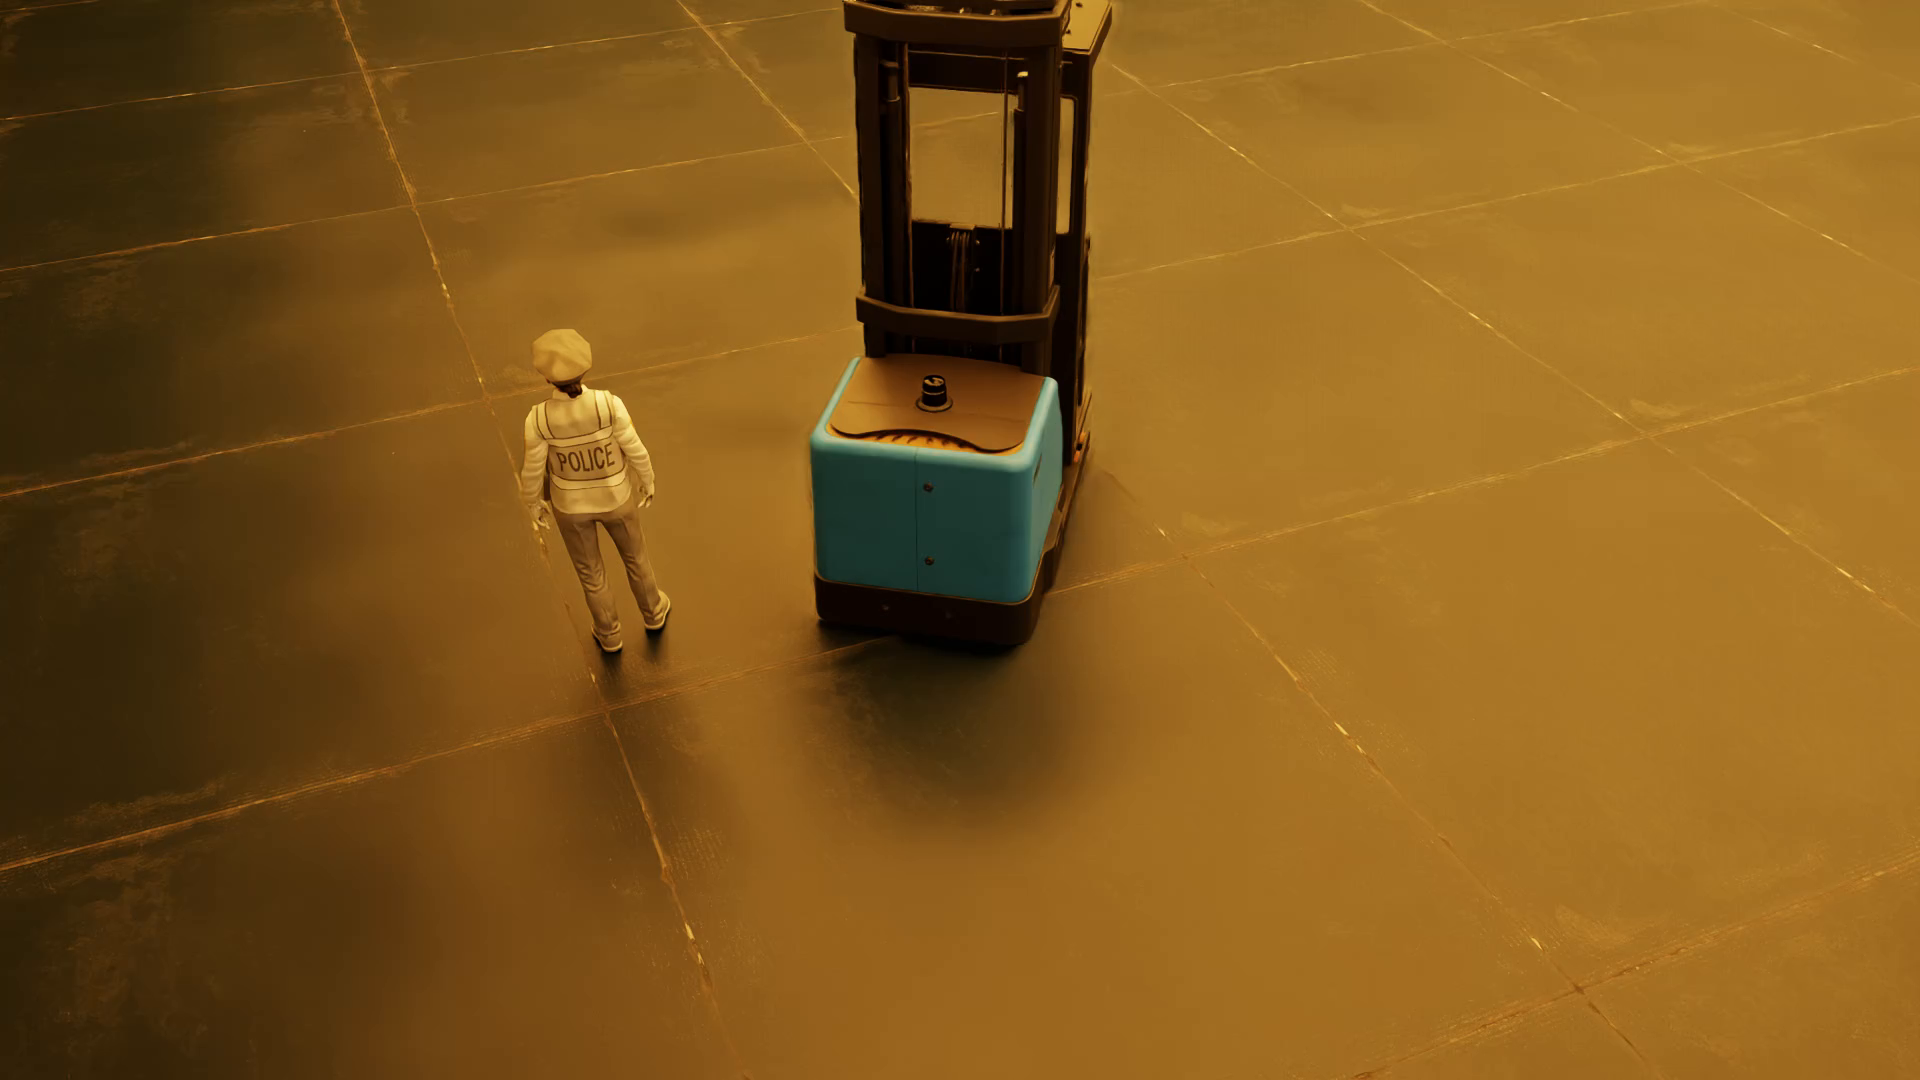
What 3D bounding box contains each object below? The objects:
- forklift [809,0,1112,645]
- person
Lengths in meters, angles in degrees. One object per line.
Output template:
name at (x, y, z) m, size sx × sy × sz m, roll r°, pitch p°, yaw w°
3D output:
forklift at (0.108, -1.552, 8.281) m, size 1.130 × 2.935 × 3.031 m, roll 7°, pitch 36°, yaw 10°
person at (-1.659, -0.225, 7.470) m, size 0.588 × 1.696 × 0.530 m, roll -9°, pitch 36°, yaw -12°
